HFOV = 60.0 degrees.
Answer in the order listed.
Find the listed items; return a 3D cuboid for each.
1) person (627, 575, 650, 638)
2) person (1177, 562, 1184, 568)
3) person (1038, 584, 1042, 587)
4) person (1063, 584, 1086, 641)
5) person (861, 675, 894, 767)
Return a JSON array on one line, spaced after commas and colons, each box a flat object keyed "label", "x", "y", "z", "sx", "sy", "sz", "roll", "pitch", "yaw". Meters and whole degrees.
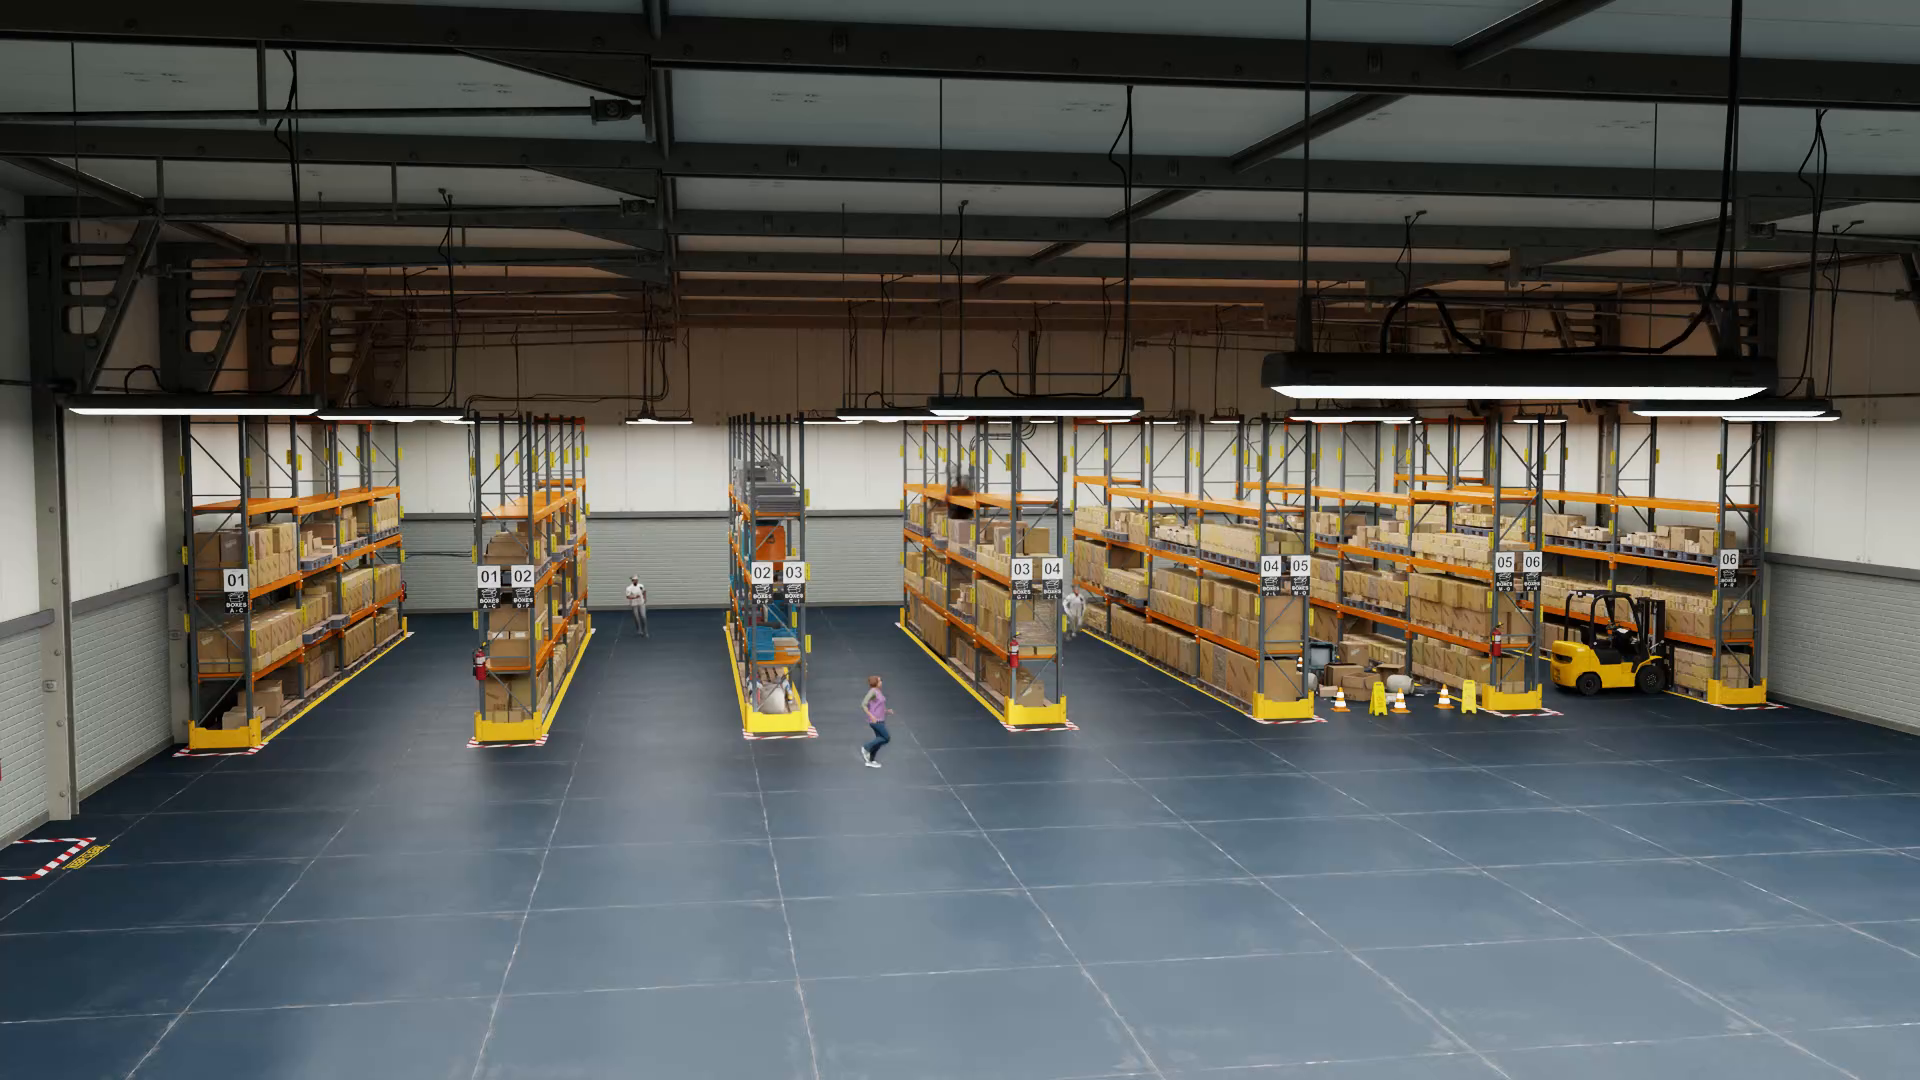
[{"label": "person", "x": -8.831, "y": 1.809, "z": 45.443, "sx": 0.582, "sy": 1.753, "sz": 0.789, "roll": -1, "pitch": 4, "yaw": -18}, {"label": "person", "x": 6.673, "y": 1.411, "z": 50.481, "sx": 0.698, "sy": 1.791, "sz": 0.672, "roll": 0, "pitch": 4, "yaw": -3}, {"label": "person", "x": 2.389, "y": 1.750, "z": 45.752, "sx": 0.634, "sy": 1.738, "sz": 0.740, "roll": 0, "pitch": 4, "yaw": -1}, {"label": "person", "x": 3.014, "y": 1.896, "z": 43.334, "sx": 0.638, "sy": 1.519, "sz": 0.718, "roll": -1, "pitch": 4, "yaw": -16}, {"label": "person", "x": -1.379, "y": 3.045, "z": 27.946, "sx": 0.534, "sy": 1.558, "sz": 0.529, "roll": 1, "pitch": 4, "yaw": 12}]
